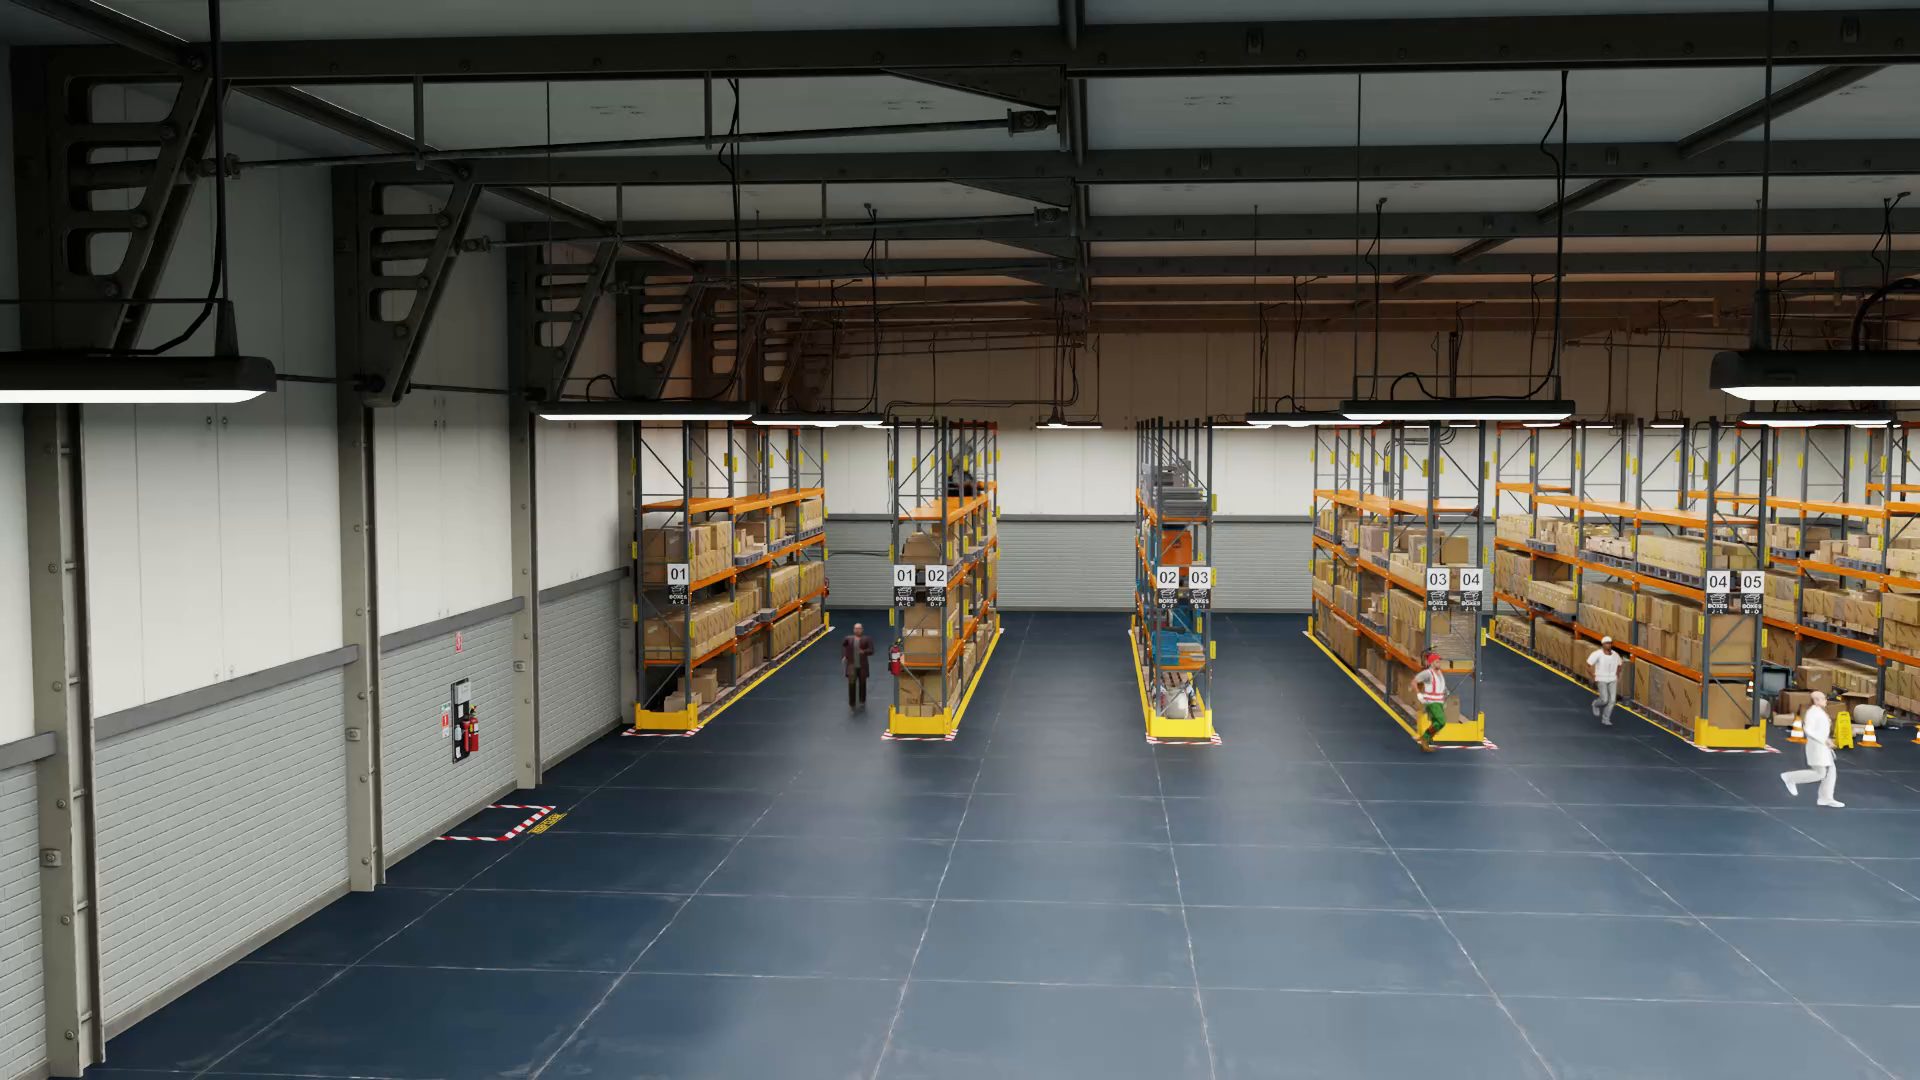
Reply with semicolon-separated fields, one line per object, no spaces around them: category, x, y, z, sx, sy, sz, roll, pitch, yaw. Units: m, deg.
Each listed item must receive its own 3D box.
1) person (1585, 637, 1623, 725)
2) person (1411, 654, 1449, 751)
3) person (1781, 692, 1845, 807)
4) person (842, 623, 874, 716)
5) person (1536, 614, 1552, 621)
person;12.618;2.740;32.509;0.718;1.724;0.618;0;4;-4
person;8.463;2.909;29.655;0.683;1.738;0.597;-4;5;-44
person;13.102;3.194;25.492;0.877;1.752;0.711;3;5;37
person;-2.083;2.608;33.920;0.677;1.835;0.909;0;4;-1
person;16.428;1.805;46.988;0.657;1.657;0.903;-2;4;-23
